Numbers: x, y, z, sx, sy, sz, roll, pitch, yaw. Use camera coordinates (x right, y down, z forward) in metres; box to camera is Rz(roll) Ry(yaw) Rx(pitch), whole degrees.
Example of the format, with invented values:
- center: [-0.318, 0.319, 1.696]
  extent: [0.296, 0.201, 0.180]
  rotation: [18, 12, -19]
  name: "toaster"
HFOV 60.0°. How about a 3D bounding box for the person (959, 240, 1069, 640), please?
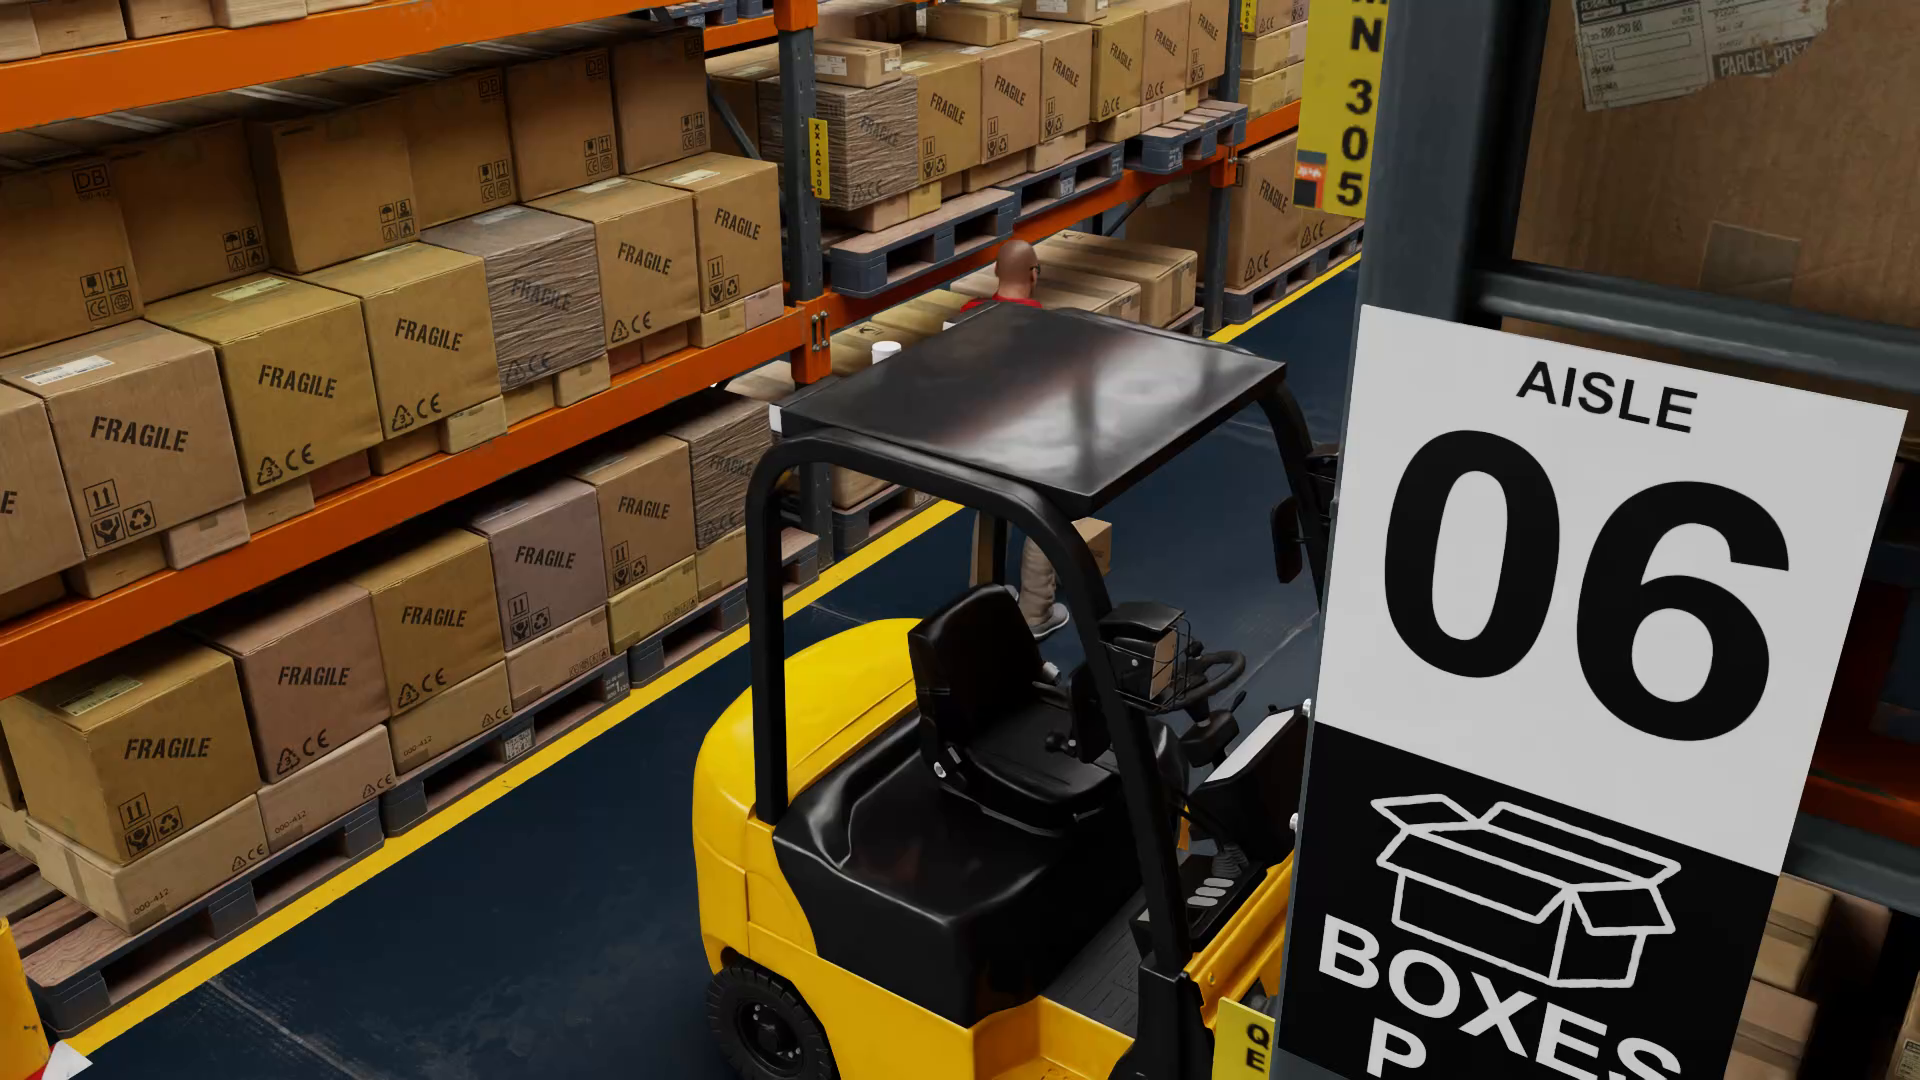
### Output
- center: [0.244, -0.424, 6.995]
  extent: [0.529, 1.727, 0.359]
  rotation: [16, 31, 29]
  name: "person"
